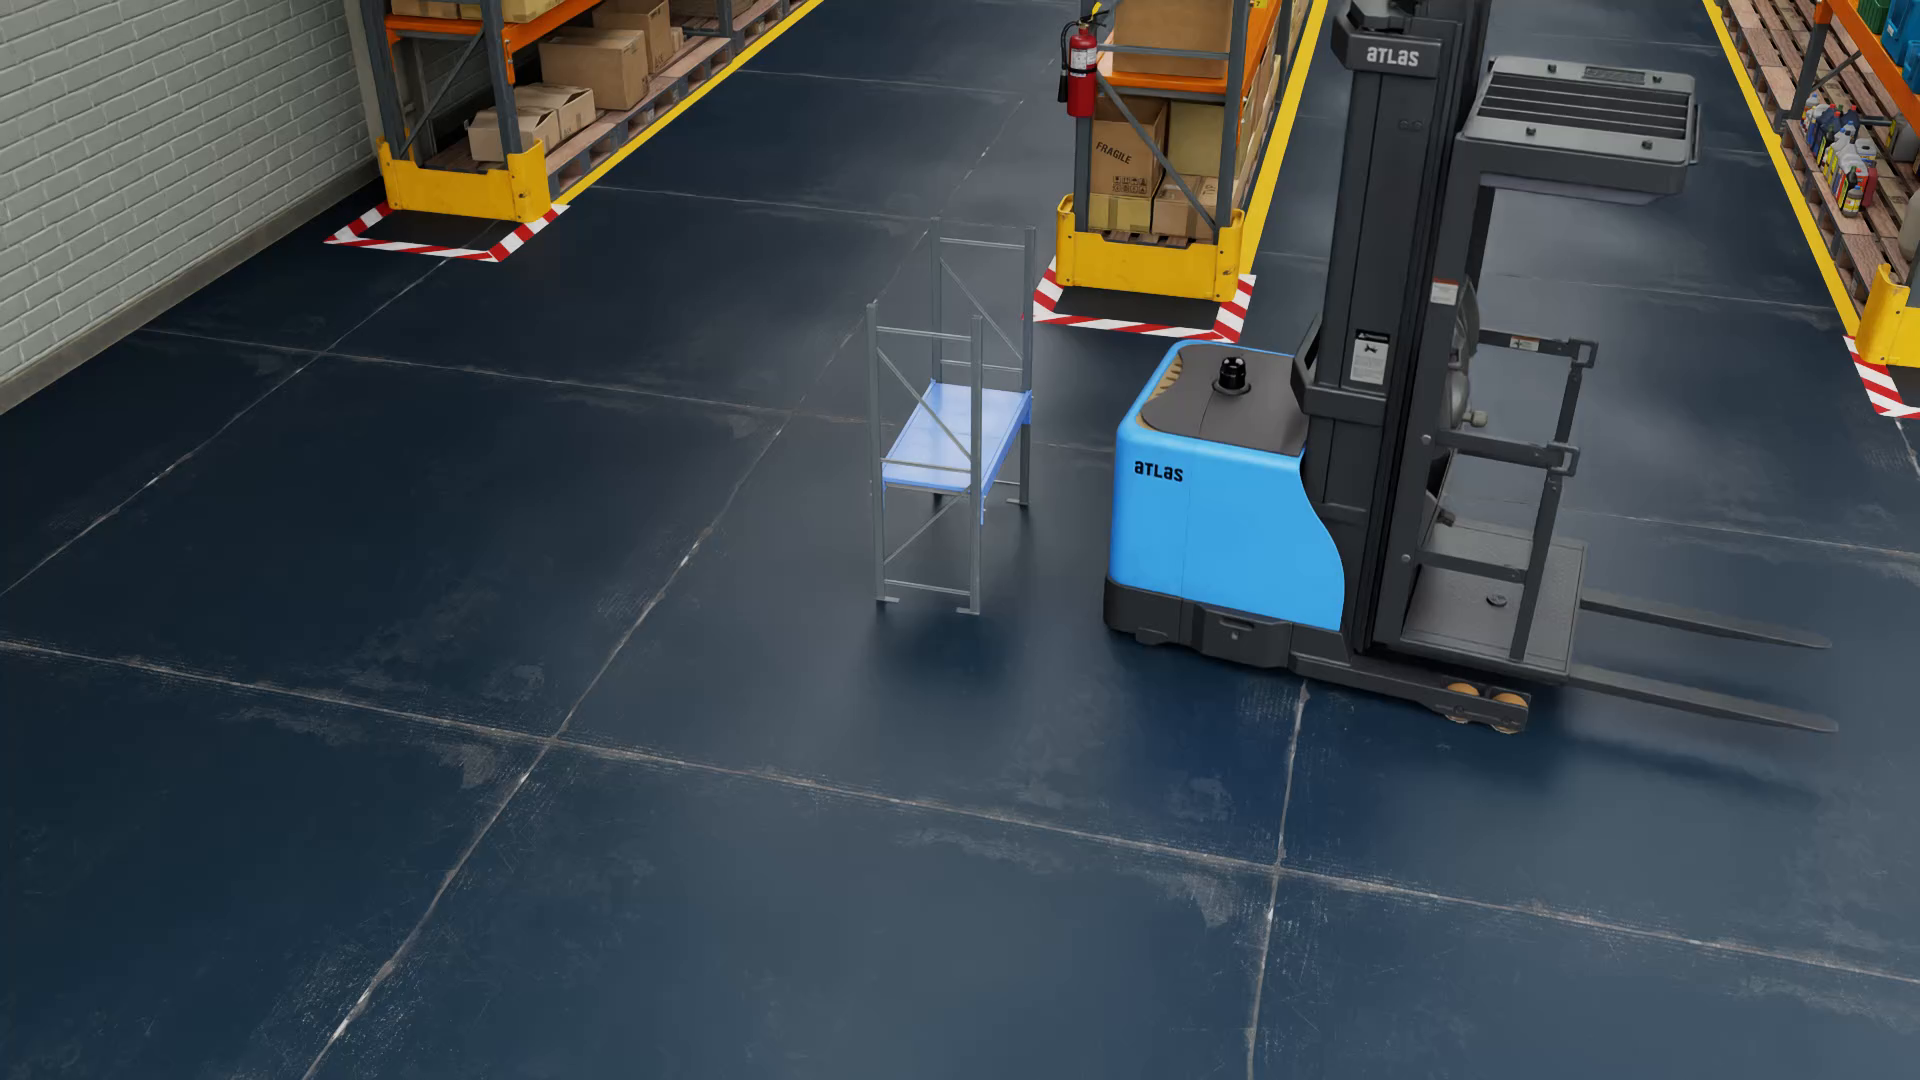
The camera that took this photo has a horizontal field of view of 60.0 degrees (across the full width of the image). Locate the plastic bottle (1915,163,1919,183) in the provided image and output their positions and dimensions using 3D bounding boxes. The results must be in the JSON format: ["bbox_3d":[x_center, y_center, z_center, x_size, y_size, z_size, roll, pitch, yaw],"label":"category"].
[{"bbox_3d":[6.868,-2.691,11.808,0.061,0.283,0.133,8,33,12],"label":"plastic bottle"}]

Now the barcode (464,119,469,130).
[{"bbox_3d":[-3.686,-3.100,12.418,0.001,0.075,0.075,8,33,12],"label":"barcode"}]

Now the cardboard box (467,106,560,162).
[{"bbox_3d":[-3.304,-3.032,12.320,0.500,0.311,0.500,4,33,7],"label":"cardboard box"}]

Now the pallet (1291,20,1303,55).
[{"bbox_3d":[2.698,-4.884,15.735,1.003,0.211,1.213,8,33,12],"label":"pallet"}]

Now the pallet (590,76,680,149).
[{"bbox_3d":[-2.995,-3.545,13.630,1.003,0.211,1.213,8,33,12],"label":"pallet"}]

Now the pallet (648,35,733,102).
[{"bbox_3d":[-2.687,-4.180,14.629,1.003,0.211,1.213,8,33,12],"label":"pallet"}]

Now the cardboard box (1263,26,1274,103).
[{"bbox_3d":[2.074,-3.583,12.562,0.500,0.500,0.500,8,33,12],"label":"cardboard box"}]

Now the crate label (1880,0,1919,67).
[{"bbox_3d":[6.222,-3.293,10.600,0.502,0.435,0.616,8,33,12],"label":"crate label"}]

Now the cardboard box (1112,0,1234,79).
[{"bbox_3d":[1.357,-3.245,10.465,0.700,0.500,0.500,8,33,12],"label":"cardboard box"}]

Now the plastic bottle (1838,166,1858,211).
[{"bbox_3d":[6.071,-2.401,11.353,0.061,0.283,0.133,9,33,14],"label":"plastic bottle"}]

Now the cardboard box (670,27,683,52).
[{"bbox_3d":[-2.658,-4.419,14.635,0.380,0.166,0.250,4,33,6],"label":"cardboard box"}]

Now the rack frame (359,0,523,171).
[{"bbox_3d":[-3.566,-3.635,11.171,1.000,3.000,0.127,8,33,12],"label":"rack frame"}]

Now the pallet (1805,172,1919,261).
[{"bbox_3d":[6.513,-2.207,11.524,1.003,0.211,1.213,8,33,12],"label":"pallet"}]

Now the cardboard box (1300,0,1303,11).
[{"bbox_3d":[2.849,-5.000,14.967,0.500,0.311,0.500,7,33,11],"label":"cardboard box"}]

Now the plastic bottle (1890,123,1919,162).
[{"bbox_3d":[6.949,-2.932,12.194,0.152,0.276,0.135,8,33,12],"label":"plastic bottle"}]

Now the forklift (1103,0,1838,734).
[{"bbox_3d":[2.219,-0.750,6.698,3.031,2.935,1.130,12,34,18],"label":"forklift"}]

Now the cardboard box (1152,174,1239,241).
[{"bbox_3d":[1.578,-2.227,11.129,0.500,0.250,0.500,8,33,12],"label":"cardboard box"}]

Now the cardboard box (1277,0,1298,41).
[{"bbox_3d":[2.587,-4.472,14.137,0.500,0.311,0.500,8,33,13],"label":"cardboard box"}]

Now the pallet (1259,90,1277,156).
[{"bbox_3d":[1.999,-3.454,13.486,1.003,0.211,1.213,8,33,12],"label":"pallet"}]

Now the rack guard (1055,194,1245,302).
[{"bbox_3d":[1.220,-1.895,10.764,1.175,0.500,0.348,8,33,12],"label":"rack guard"}]

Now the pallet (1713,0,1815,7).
[{"bbox_3d":[8.206,-5.675,16.980,1.003,0.211,1.213,8,33,12],"label":"pallet"}]

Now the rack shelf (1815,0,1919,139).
[{"bbox_3d":[6.524,-3.020,10.875,1.077,0.370,4.000,8,33,12],"label":"rack shelf"}]

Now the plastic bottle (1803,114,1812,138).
[{"bbox_3d":[6.475,-3.155,12.615,0.097,0.201,0.097,0,32,0],"label":"plastic bottle"}]

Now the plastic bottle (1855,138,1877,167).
[{"bbox_3d":[6.419,-2.710,11.845,0.152,0.276,0.135,8,33,12],"label":"plastic bottle"}]

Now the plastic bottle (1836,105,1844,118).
[{"bbox_3d":[6.574,-3.109,12.467,0.061,0.283,0.133,8,33,12],"label":"plastic bottle"}]

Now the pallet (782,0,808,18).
[{"bbox_3d":[-2.047,-5.573,16.819,1.003,0.211,1.213,8,33,12],"label":"pallet"}]

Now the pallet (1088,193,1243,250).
[{"bbox_3d":[1.380,-2.188,11.495,1.003,0.211,1.213,8,33,12],"label":"pallet"}]

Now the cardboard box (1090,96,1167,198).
[{"bbox_3d":[1.075,-2.614,11.039,0.500,0.500,0.500,8,33,12],"label":"cardboard box"}]

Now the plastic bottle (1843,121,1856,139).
[{"bbox_3d":[6.505,-2.942,12.214,0.097,0.271,0.097,0,32,0],"label":"plastic bottle"}]

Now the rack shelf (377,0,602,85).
[{"bbox_3d":[-3.059,-4.369,12.997,1.077,0.370,4.000,8,33,12],"label":"rack shelf"}]

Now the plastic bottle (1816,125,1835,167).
[{"bbox_3d":[6.295,-2.860,12.075,0.061,0.283,0.133,9,34,15],"label":"plastic bottle"}]

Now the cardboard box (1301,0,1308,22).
[{"bbox_3d":[2.973,-5.028,15.535,0.500,0.250,0.500,9,33,13],"label":"cardboard box"}]

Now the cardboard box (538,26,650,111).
[{"bbox_3d":[-2.924,-3.782,13.323,0.700,0.500,0.500,6,33,9],"label":"cardboard box"}]

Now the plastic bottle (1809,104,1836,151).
[{"bbox_3d":[6.425,-3.067,12.337,0.144,0.351,0.185,9,34,14],"label":"plastic bottle"}]

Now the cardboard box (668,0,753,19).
[{"bbox_3d":[-2.380,-5.225,15.593,0.700,0.500,0.500,9,34,14],"label":"cardboard box"}]

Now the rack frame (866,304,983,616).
[{"bbox_3d":[-0.151,-0.325,7.363,0.500,1.500,0.032,8,33,12],"label":"rack frame"}]

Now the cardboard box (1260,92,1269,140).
[{"bbox_3d":[2.086,-3.265,12.761,0.500,0.250,0.500,8,33,12],"label":"cardboard box"}]

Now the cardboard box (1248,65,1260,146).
[{"bbox_3d":[1.817,-3.064,11.747,0.500,0.500,0.500,8,33,12],"label":"cardboard box"}]

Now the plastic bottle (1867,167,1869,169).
[{"bbox_3d":[6.310,-2.495,11.577,0.097,0.201,0.097,0,32,0],"label":"plastic bottle"}]

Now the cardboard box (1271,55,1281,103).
[{"bbox_3d":[2.335,-3.784,13.578,0.500,0.250,0.500,8,33,12],"label":"cardboard box"}]

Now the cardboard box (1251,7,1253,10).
[{"bbox_3d":[1.747,-4.048,11.729,0.700,0.500,0.500,9,34,14],"label":"cardboard box"}]

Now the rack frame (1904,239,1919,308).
[{"bbox_3d":[6.016,-2.286,9.050,1.000,3.000,0.127,8,33,12],"label":"rack frame"}]

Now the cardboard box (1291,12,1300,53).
[{"bbox_3d":[2.714,-4.495,14.697,0.500,0.250,0.500,9,33,14],"label":"cardboard box"}]

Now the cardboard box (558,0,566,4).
[{"bbox_3d":[-3.017,-4.061,11.963,0.500,0.250,0.500,7,33,11],"label":"cardboard box"}]

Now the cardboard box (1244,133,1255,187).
[{"bbox_3d":[1.828,-2.746,11.945,0.500,0.250,0.500,8,33,12],"label":"cardboard box"}]

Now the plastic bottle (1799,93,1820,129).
[{"bbox_3d":[6.527,-3.290,12.762,0.097,0.271,0.097,0,32,0],"label":"plastic bottle"}]

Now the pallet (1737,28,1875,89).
[{"bbox_3d":[7.501,-4.233,14.711,1.003,0.211,1.213,8,33,12],"label":"pallet"}]

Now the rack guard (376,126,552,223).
[{"bbox_3d":[-3.547,-2.619,11.904,1.175,0.500,0.348,8,33,12],"label":"rack guard"}]

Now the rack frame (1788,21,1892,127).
[{"bbox_3d":[7.032,-4.361,12.315,1.000,3.000,0.127,8,33,12],"label":"rack frame"}]

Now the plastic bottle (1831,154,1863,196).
[{"bbox_3d":[6.184,-2.534,11.568,0.152,0.276,0.135,7,33,11],"label":"plastic bottle"}]

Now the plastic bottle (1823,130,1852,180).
[{"bbox_3d":[6.270,-2.748,11.836,0.144,0.351,0.185,8,33,12],"label":"plastic bottle"}]

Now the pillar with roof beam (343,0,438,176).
[{"bbox_3d":[-0.061,-6.061,9.396,9.100,9.000,0.400,8,33,12],"label":"pillar with roof beam"}]

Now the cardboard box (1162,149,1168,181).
[{"bbox_3d":[1.192,-2.559,11.650,0.500,0.250,0.500,8,33,12],"label":"cardboard box"}]

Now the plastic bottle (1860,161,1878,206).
[{"bbox_3d":[6.252,-2.451,11.431,0.061,0.283,0.133,8,33,12],"label":"plastic bottle"}]

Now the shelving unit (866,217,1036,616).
[{"bbox_3d":[-0.022,-0.589,7.778,0.538,1.500,1.048,8,33,12],"label":"shelving unit"}]
